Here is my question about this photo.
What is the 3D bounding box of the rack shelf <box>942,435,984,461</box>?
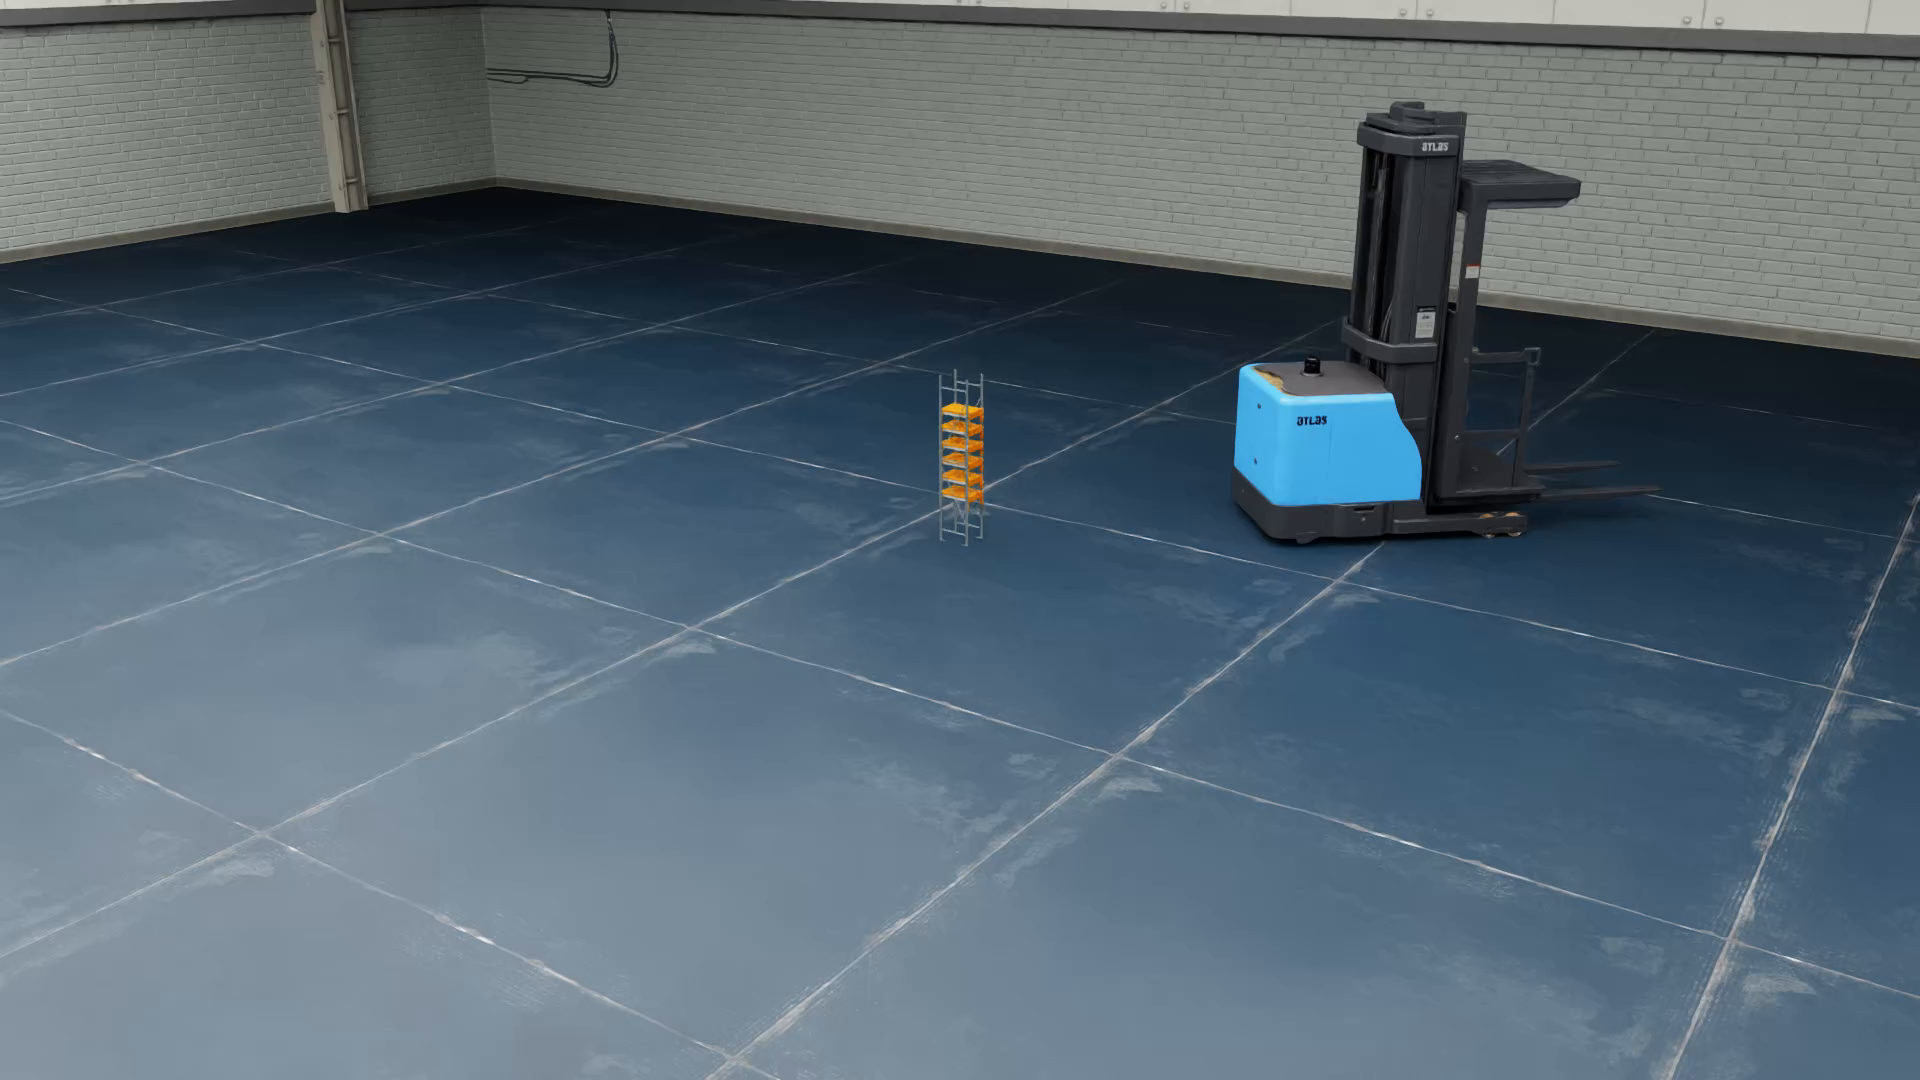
[{"bbox_3d":[0.008,-0.638,11.542,0.258,0.103,0.180,13,24,32],"label":"rack shelf"}]

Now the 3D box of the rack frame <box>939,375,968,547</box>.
[{"bbox_3d":[-0.043,-0.541,11.497,0.240,1.200,0.006,13,24,32],"label":"rack frame"}]

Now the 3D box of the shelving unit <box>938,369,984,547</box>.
[{"bbox_3d":[0.008,-0.567,11.568,0.258,1.200,0.189,13,24,32],"label":"shelving unit"}]

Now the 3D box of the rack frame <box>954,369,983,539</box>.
[{"bbox_3d":[0.060,-0.593,11.639,0.240,1.200,0.006,13,24,32],"label":"rack frame"}]

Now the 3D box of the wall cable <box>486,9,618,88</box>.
[{"bbox_3d":[-6.523,-8.376,25.913,3.097,2.526,0.112,13,24,32],"label":"wall cable"}]

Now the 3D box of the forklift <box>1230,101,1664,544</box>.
[{"bbox_3d":[3.587,-1.569,11.782,3.031,2.935,1.130,-3,21,-8],"label":"forklift"}]

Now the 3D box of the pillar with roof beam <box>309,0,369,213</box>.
[{"bbox_3d":[-5.713,-8.405,21.517,9.100,9.000,0.400,13,24,32],"label":"pillar with roof beam"}]

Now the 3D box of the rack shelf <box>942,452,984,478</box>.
[{"bbox_3d":[0.008,-0.525,11.583,0.258,0.103,0.180,13,24,32],"label":"rack shelf"}]

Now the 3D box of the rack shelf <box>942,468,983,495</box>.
[{"bbox_3d":[0.008,-0.413,11.625,0.258,0.103,0.180,13,24,32],"label":"rack shelf"}]

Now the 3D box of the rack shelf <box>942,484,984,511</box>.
[{"bbox_3d":[0.008,-0.300,11.667,0.258,0.103,0.180,13,24,32],"label":"rack shelf"}]

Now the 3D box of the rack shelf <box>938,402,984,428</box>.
[{"bbox_3d":[0.008,-0.863,11.459,0.258,0.103,0.180,13,24,32],"label":"rack shelf"}]

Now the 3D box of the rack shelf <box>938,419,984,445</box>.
[{"bbox_3d":[0.008,-0.750,11.500,0.258,0.103,0.180,13,24,32],"label":"rack shelf"}]
